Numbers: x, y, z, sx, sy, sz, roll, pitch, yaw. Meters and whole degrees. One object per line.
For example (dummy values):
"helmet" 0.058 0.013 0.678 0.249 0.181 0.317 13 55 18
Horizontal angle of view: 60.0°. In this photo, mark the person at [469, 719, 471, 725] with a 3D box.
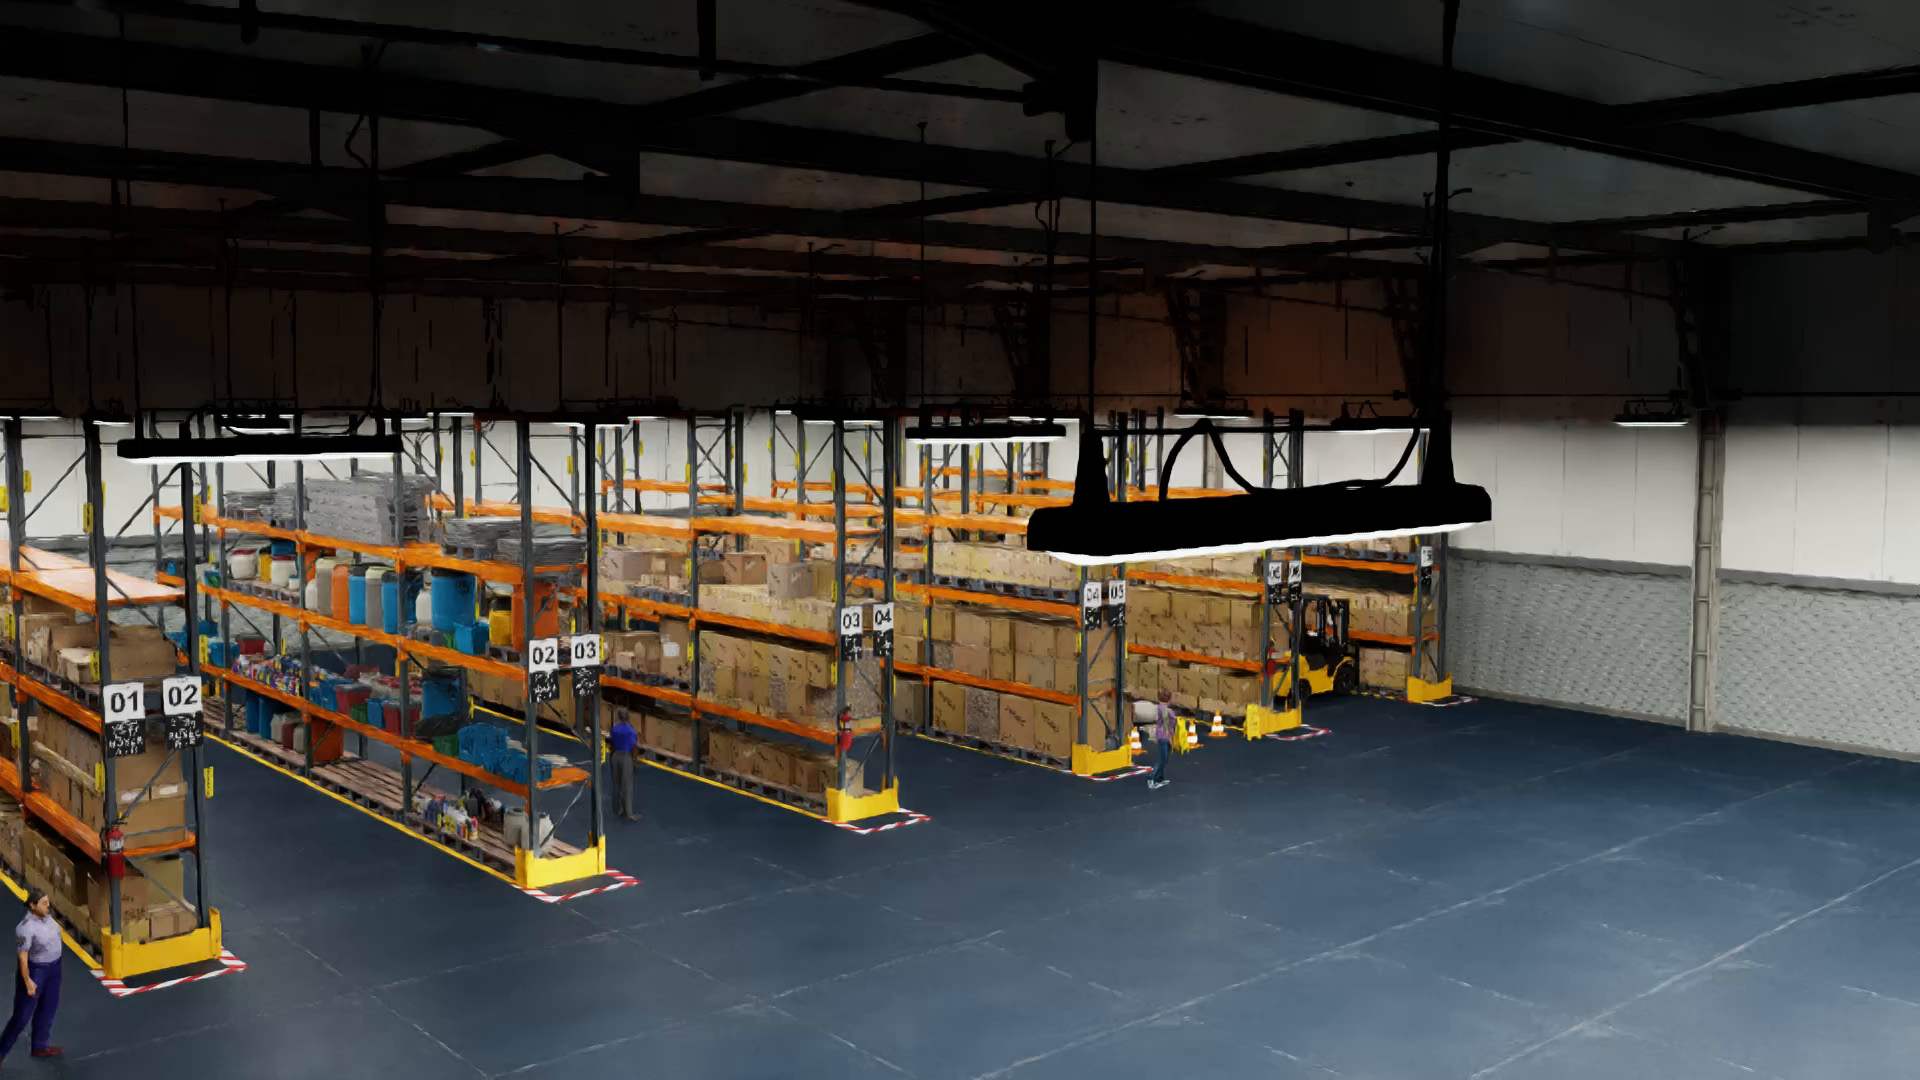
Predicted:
"person" -8.621 3.018 28.509 0.456 1.589 1.088 -4 6 -38

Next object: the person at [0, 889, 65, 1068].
"person" -8.838 4.176 15.707 0.513 1.569 0.688 0 5 6

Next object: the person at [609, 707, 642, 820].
"person" -4.984 3.321 24.781 0.551 1.652 0.440 2 5 22

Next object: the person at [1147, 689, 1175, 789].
"person" 3.227 3.200 26.694 0.457 1.589 0.596 0 5 1
